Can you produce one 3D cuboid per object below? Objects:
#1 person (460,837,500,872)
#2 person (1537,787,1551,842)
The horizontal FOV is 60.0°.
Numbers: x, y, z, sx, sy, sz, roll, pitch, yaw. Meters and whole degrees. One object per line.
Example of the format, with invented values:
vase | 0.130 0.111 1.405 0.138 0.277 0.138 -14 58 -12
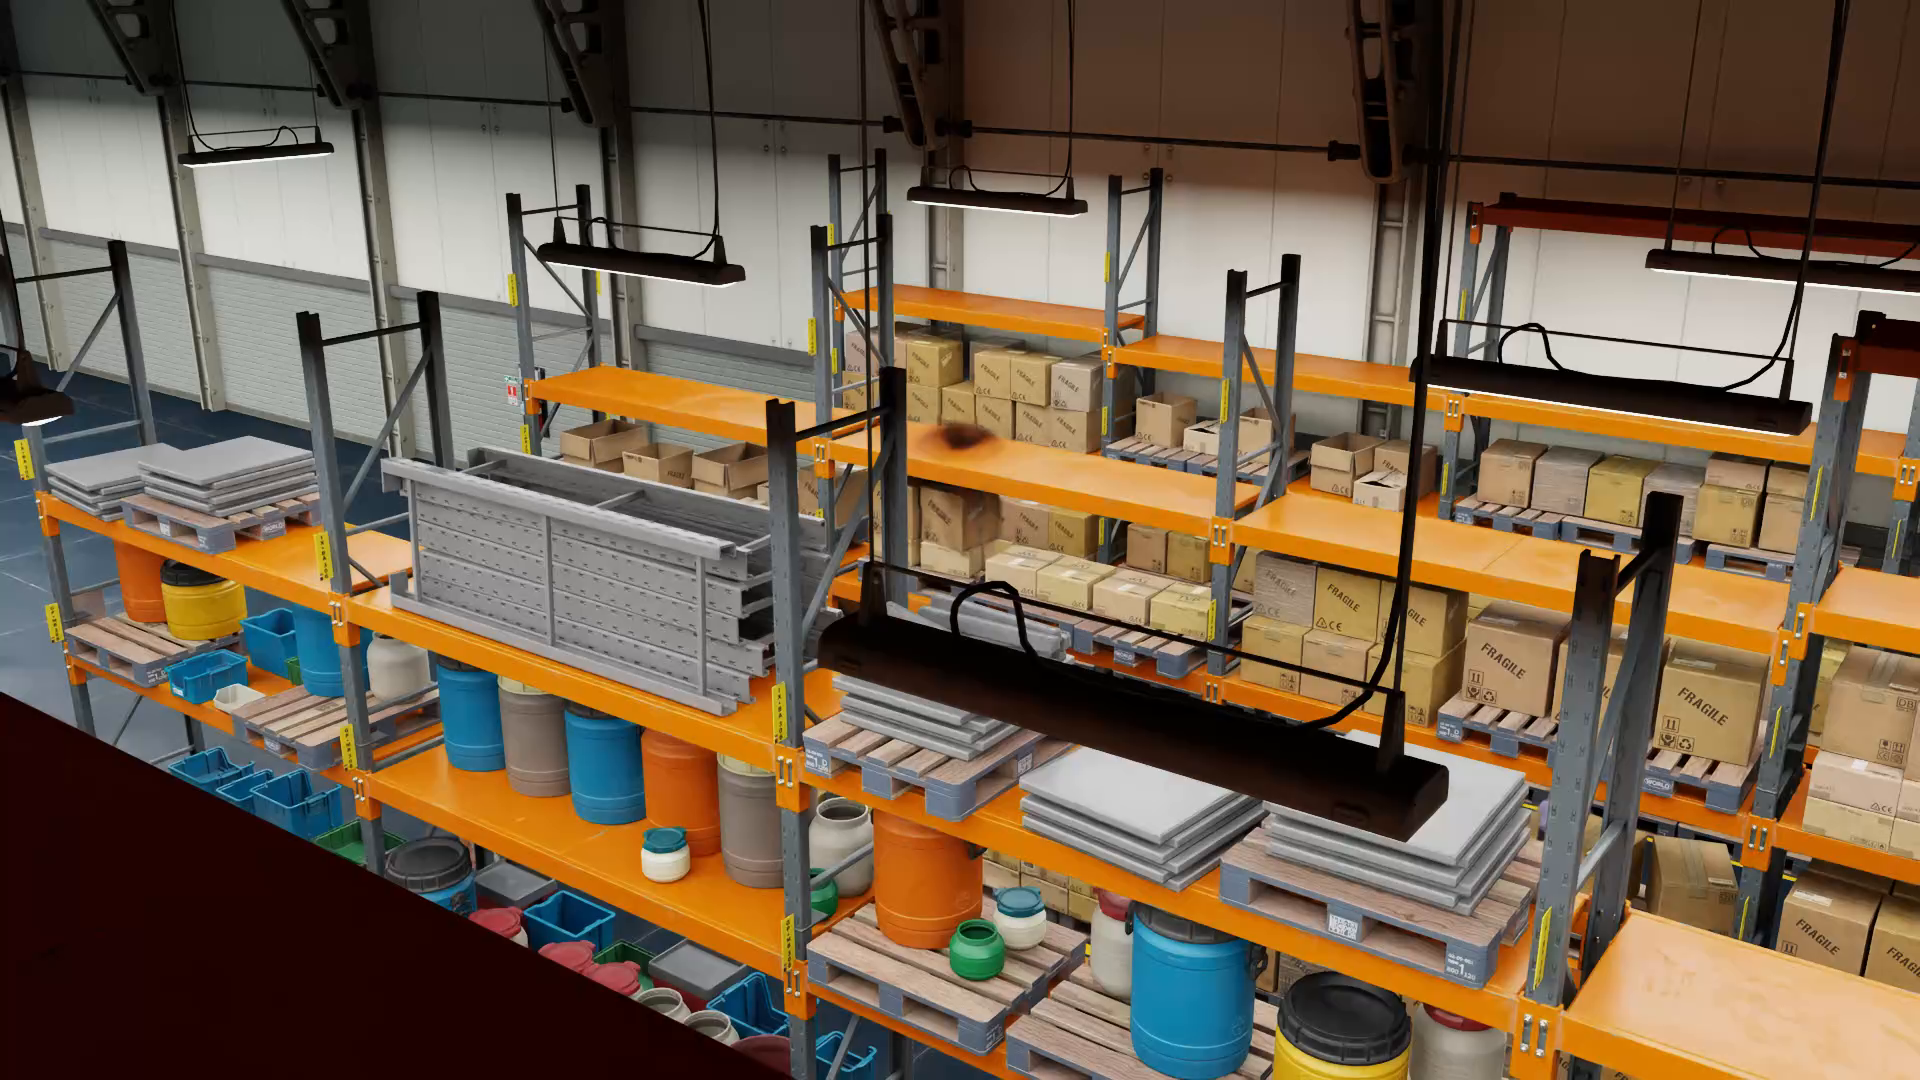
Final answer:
person | -4.194 2.658 14.535 0.491 1.674 0.497 0 18 0
person | 5.105 2.796 14.166 0.421 1.663 0.566 -16 24 -39
